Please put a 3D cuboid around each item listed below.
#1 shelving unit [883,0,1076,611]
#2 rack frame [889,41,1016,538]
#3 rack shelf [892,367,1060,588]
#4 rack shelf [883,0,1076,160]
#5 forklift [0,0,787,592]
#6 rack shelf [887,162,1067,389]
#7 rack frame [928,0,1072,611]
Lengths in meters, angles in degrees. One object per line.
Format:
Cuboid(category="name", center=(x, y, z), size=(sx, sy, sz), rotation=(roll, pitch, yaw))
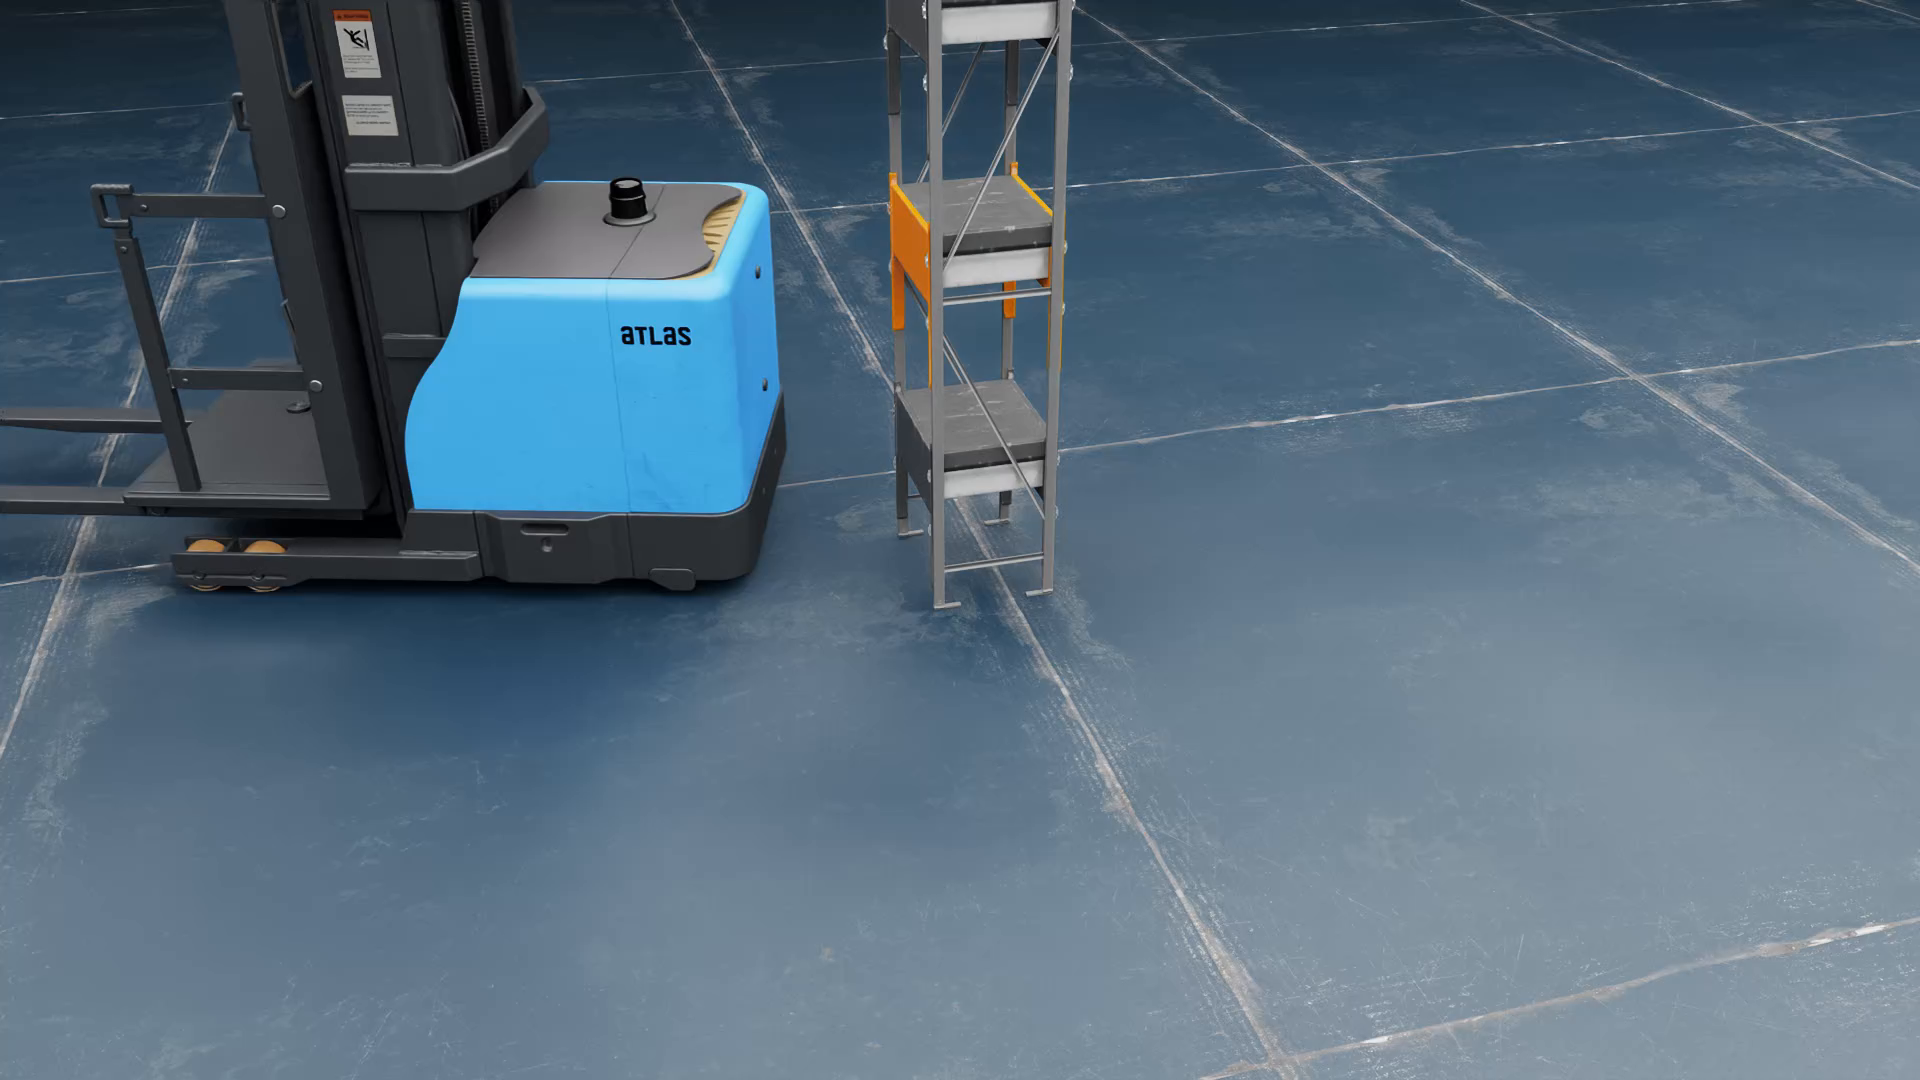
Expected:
Cuboid(category="shelving unit", center=(0.044, -0.829, 5.086), size=(0.431, 2.100, 0.503), rotation=(-8, 31, -13))
Cuboid(category="rack frame", center=(-0.021, -0.947, 5.289), size=(0.400, 2.100, 0.015), rotation=(-8, 31, -13))
Cuboid(category="rack shelf", center=(0.044, -0.211, 5.443), size=(0.431, 0.518, 0.480), rotation=(-8, 31, -13))
Cuboid(category="rack shelf", center=(0.044, -1.423, 4.742), size=(0.431, 0.518, 0.480), rotation=(-8, 31, -13))
Cuboid(category="forklift", center=(-2.174, -1.361, 5.175), size=(3.031, 2.935, 1.130), rotation=(1, 30, 2))
Cuboid(category="rack shelf", center=(0.044, -0.817, 5.093), size=(0.431, 0.518, 0.480), rotation=(-8, 31, -13))
Cuboid(category="rack frame", center=(0.109, -0.711, 4.882), size=(0.400, 2.100, 0.015), rotation=(-8, 31, -13))
